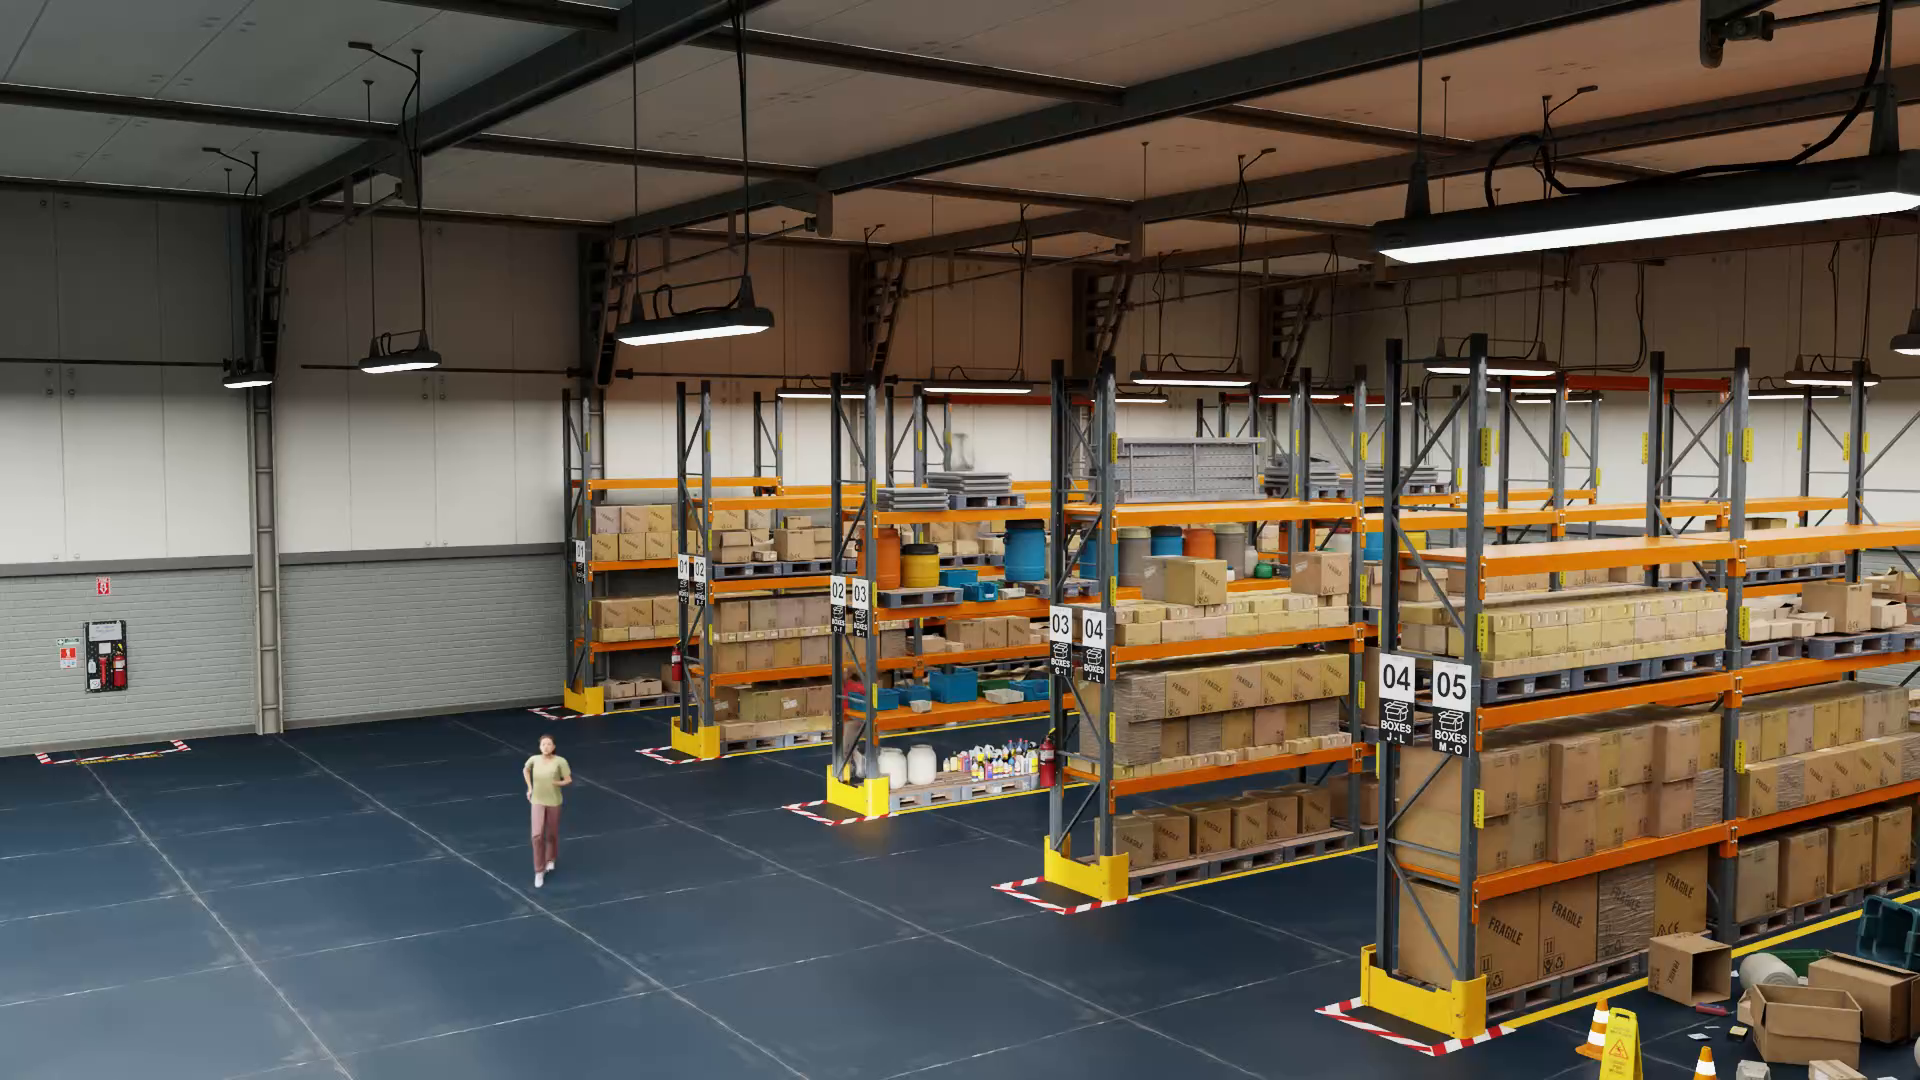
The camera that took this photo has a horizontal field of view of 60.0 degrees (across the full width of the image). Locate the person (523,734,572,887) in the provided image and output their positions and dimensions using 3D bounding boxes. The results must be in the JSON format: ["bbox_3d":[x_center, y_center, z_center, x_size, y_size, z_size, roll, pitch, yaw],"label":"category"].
[{"bbox_3d":[-4.778,3.094,19.284,0.561,1.728,0.754,-1,4,-11],"label":"person"}]

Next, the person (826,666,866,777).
[{"bbox_3d":[-1.705,2.725,24.800,0.690,1.695,0.600,4,5,44],"label":"person"}]
